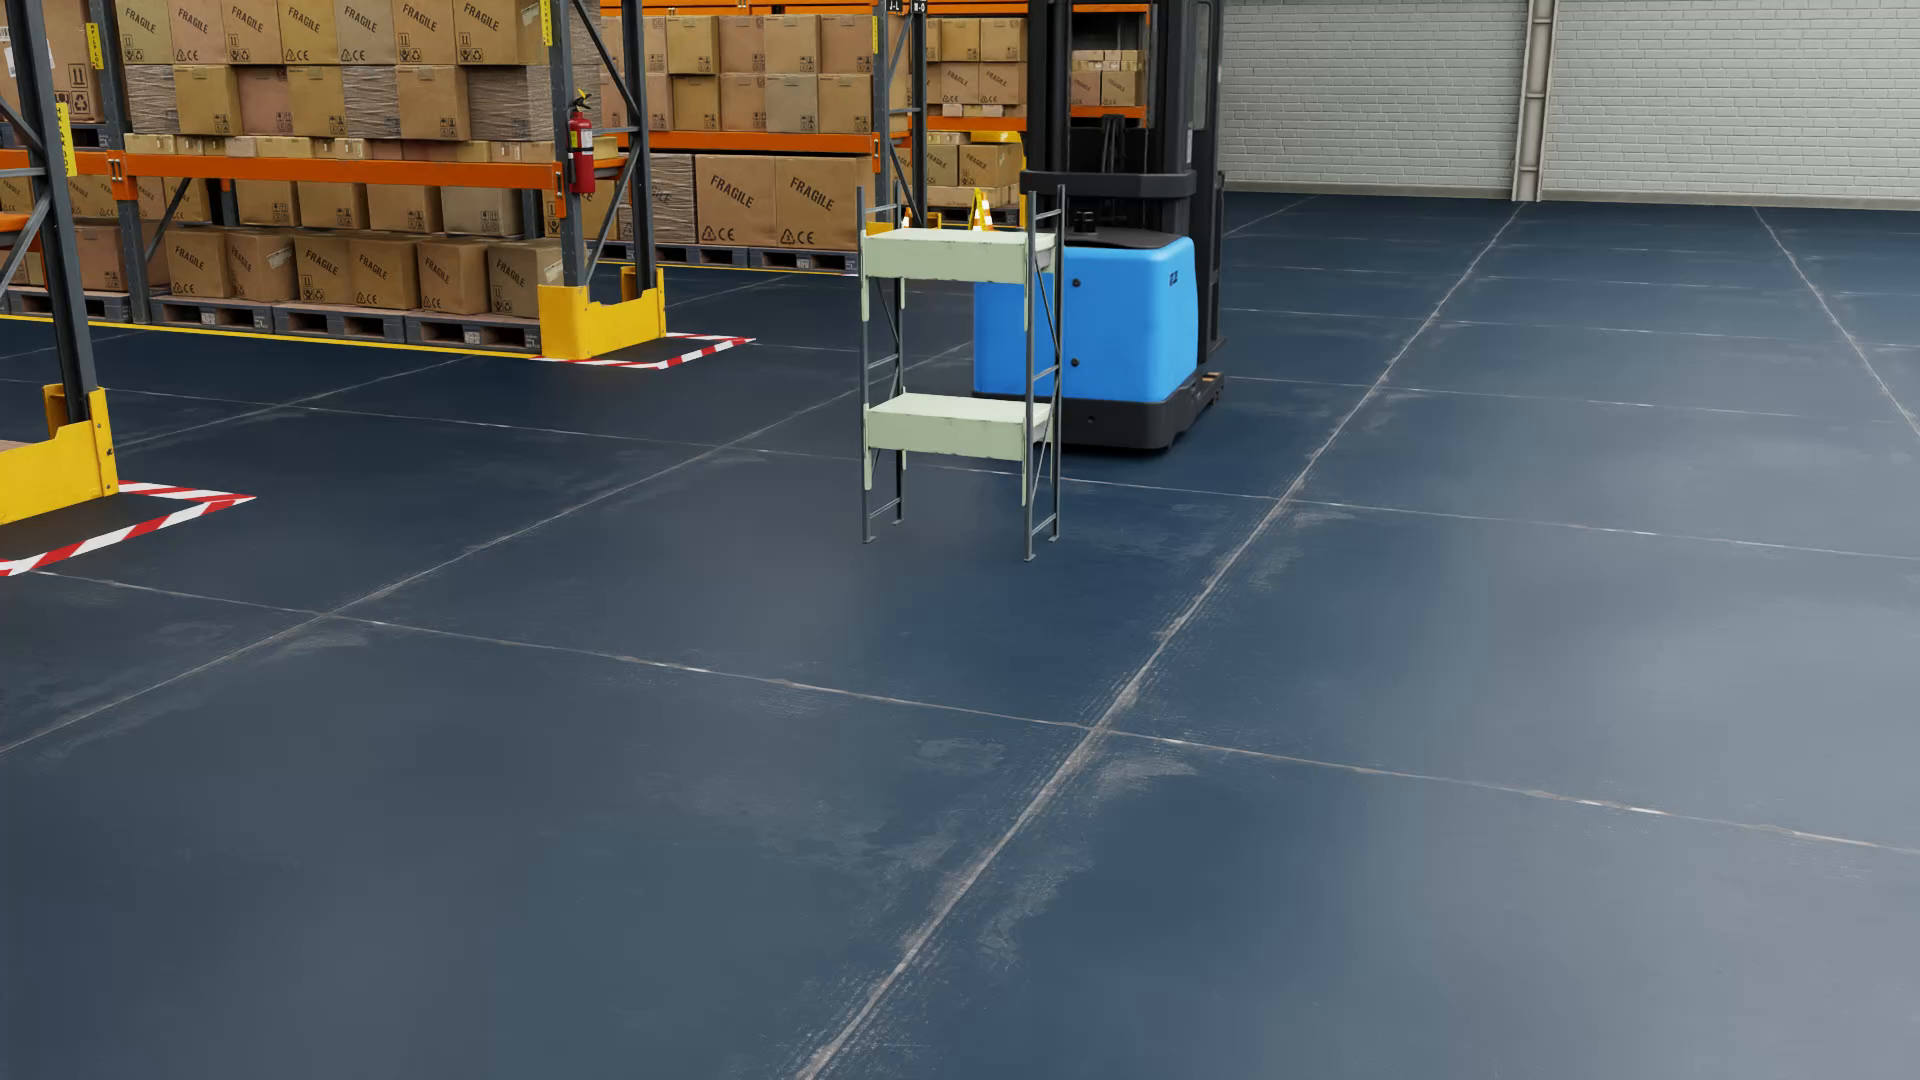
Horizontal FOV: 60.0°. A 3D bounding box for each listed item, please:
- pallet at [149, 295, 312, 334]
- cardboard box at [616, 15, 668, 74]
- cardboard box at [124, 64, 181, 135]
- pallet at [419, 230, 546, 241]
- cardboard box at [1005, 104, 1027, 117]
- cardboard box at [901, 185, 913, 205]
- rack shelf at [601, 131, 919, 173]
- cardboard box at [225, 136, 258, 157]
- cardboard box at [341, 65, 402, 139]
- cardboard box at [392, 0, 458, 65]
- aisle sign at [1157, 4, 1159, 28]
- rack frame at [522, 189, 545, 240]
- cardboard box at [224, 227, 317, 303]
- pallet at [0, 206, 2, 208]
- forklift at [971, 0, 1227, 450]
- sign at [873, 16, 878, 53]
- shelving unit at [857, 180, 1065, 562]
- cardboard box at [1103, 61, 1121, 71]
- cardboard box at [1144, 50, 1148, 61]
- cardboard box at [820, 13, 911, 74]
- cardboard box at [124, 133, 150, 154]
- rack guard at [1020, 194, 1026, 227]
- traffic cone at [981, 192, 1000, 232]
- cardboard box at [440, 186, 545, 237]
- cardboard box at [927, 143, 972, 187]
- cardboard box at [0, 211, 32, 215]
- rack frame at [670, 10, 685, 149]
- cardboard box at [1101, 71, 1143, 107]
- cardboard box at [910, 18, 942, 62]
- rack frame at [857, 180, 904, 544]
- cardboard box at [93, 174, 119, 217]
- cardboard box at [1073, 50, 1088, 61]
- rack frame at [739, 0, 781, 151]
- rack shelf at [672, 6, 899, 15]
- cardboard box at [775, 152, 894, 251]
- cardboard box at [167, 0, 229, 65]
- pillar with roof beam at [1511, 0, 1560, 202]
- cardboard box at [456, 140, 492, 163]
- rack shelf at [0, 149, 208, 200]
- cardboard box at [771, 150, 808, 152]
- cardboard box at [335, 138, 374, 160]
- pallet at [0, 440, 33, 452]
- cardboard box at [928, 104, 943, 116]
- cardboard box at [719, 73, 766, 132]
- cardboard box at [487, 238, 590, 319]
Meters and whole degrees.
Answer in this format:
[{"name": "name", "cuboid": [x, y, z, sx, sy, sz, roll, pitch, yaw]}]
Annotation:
[{"name": "pallet", "cuboid": [-5.563, -1.844, 13.146, 1.213, 0.211, 1.003, 6, 17, 21]}, {"name": "cardboard box", "cuboid": [-2.950, -4.945, 16.622, 0.550, 0.550, 0.875, 6, 17, 21]}, {"name": "cardboard box", "cuboid": [-5.805, -3.371, 12.693, 0.500, 0.500, 0.875, 6, 17, 21]}, {"name": "pallet", "cuboid": [-5.032, -3.239, 17.951, 1.213, 0.211, 1.003, 6, 17, 21]}, {"name": "cardboard box", "cuboid": [0.730, -5.265, 20.381, 0.250, 0.149, 0.380, 7, 18, 22]}, {"name": "cardboard box", "cuboid": [-0.662, -4.405, 21.144, 0.500, 0.250, 0.500, 6, 17, 19]}, {"name": "rack shelf", "cuboid": [-2.426, -3.968, 16.753, 4.000, 0.370, 1.077, 6, 17, 21]}, {"name": "cardboard box", "cuboid": [-5.187, -2.915, 12.285, 0.250, 0.149, 0.380, 6, 17, 21]}, {"name": "cardboard box", "cuboid": [-3.940, -3.170, 11.999, 0.500, 0.500, 0.875, 6, 17, 21]}, {"name": "cardboard box", "cuboid": [-3.549, -3.546, 11.502, 0.500, 0.500, 0.500, 6, 17, 21]}, {"name": "aisle sign", "cuboid": [2.927, -7.857, 24.194, 0.004, 0.787, 0.394, 6, 17, 21]}, {"name": "rack frame", "cuboid": [-4.287, -4.518, 17.357, 0.127, 3.000, 1.000, 6, 17, 21]}, {"name": "cardboard box", "cuboid": [-5.308, -2.136, 12.880, 0.500, 0.500, 0.500, 13, 21, 38]}, {"name": "pallet", "cuboid": [-12.367, -4.057, 20.770, 1.213, 0.211, 1.003, 6, 17, 21]}, {"name": "forklift", "cuboid": [0.986, -2.243, 9.644, 1.130, 2.935, 3.031, 5, 17, 17]}, {"name": "sign", "cuboid": [-0.778, -4.640, 15.274, 0.005, 0.325, 0.100, 6, 17, 21]}, {"name": "shelving unit", "cuboid": [0.006, -0.720, 6.962, 0.755, 1.500, 0.431, 6, 17, 21]}, {"name": "cardboard box", "cuboid": [2.300, -7.032, 24.672, 0.250, 0.149, 0.380, 7, 17, 22]}, {"name": "cardboard box", "cuboid": [2.740, -7.283, 25.005, 0.250, 0.149, 0.380, 6, 17, 20]}, {"name": "cardboard box", "cuboid": [-0.897, -4.748, 15.942, 0.550, 0.550, 0.875, 6, 17, 21]}, {"name": "cardboard box", "cuboid": [-6.111, -3.022, 12.653, 0.250, 0.149, 0.380, 6, 17, 21]}, {"name": "rack guard", "cuboid": [1.086, -4.211, 20.781, 0.348, 0.500, 1.175, 6, 17, 21]}, {"name": "traffic cone", "cuboid": [0.283, -3.894, 19.759, 0.334, 0.463, 0.336, 6, 17, 21]}, {"name": "cardboard box", "cuboid": [-4.897, -3.680, 17.751, 0.750, 0.750, 1.050, 6, 17, 20]}, {"name": "cardboard box", "cuboid": [-0.171, -4.711, 20.856, 0.500, 0.500, 0.500, 7, 18, 23]}, {"name": "cardboard box", "cuboid": [-8.241, -2.489, 14.063, 0.500, 0.500, 0.700, 8, 18, 25]}, {"name": "rack frame", "cuboid": [-4.468, -7.509, 27.660, 0.127, 3.000, 1.000, 6, 17, 21]}, {"name": "cardboard box", "cuboid": [2.420, -6.721, 24.766, 0.500, 0.500, 0.500, 6, 17, 19]}, {"name": "cardboard box", "cuboid": [-0.379, -6.149, 20.469, 0.500, 0.500, 0.700, 6, 17, 20]}, {"name": "rack frame", "cuboid": [-0.334, -0.757, 7.091, 0.023, 1.500, 0.400, 6, 17, 21]}, {"name": "cardboard box", "cuboid": [-9.696, -4.032, 19.413, 0.500, 0.500, 0.500, 5, 17, 18]}, {"name": "cardboard box", "cuboid": [1.865, -7.257, 24.915, 0.250, 0.149, 0.380, 6, 17, 21]}, {"name": "rack frame", "cuboid": [-2.565, -5.813, 21.815, 0.127, 3.000, 1.000, 6, 17, 21]}, {"name": "rack shelf", "cuboid": [-2.607, -8.400, 26.638, 4.000, 0.370, 1.077, 6, 17, 21]}, {"name": "cardboard box", "cuboid": [-1.221, -3.343, 16.366, 0.875, 0.875, 0.875, 6, 17, 21]}, {"name": "cardboard box", "cuboid": [-5.410, -3.751, 12.207, 0.500, 0.500, 0.500, 6, 17, 21]}, {"name": "pillar with roof beam", "cuboid": [6.659, -8.147, 19.095, 0.400, 9.000, 9.100, 6, 17, 21]}, {"name": "cardboard box", "cuboid": [-3.304, -2.726, 11.634, 0.250, 0.149, 0.380, 6, 17, 21]}, {"name": "rack shelf", "cuboid": [-8.061, -3.101, 13.767, 4.000, 0.370, 1.077, 6, 17, 21]}, {"name": "cardboard box", "cuboid": [-2.115, -4.923, 21.586, 0.500, 0.500, 0.500, 7, 18, 23]}, {"name": "cardboard box", "cuboid": [-4.255, -2.814, 11.938, 0.250, 0.149, 0.380, 6, 17, 21]}, {"name": "pallet", "cuboid": [-5.139, -0.290, 7.792, 1.213, 0.211, 1.003, 6, 17, 21]}, {"name": "cardboard box", "cuboid": [-0.214, -5.376, 20.761, 0.250, 0.149, 0.380, 7, 17, 21]}, {"name": "cardboard box", "cuboid": [-1.922, -4.348, 16.501, 0.550, 0.550, 0.875, 6, 17, 21]}, {"name": "cardboard box", "cuboid": [-3.055, -1.903, 12.077, 0.500, 0.500, 0.500, 10, 19, 31]}]
